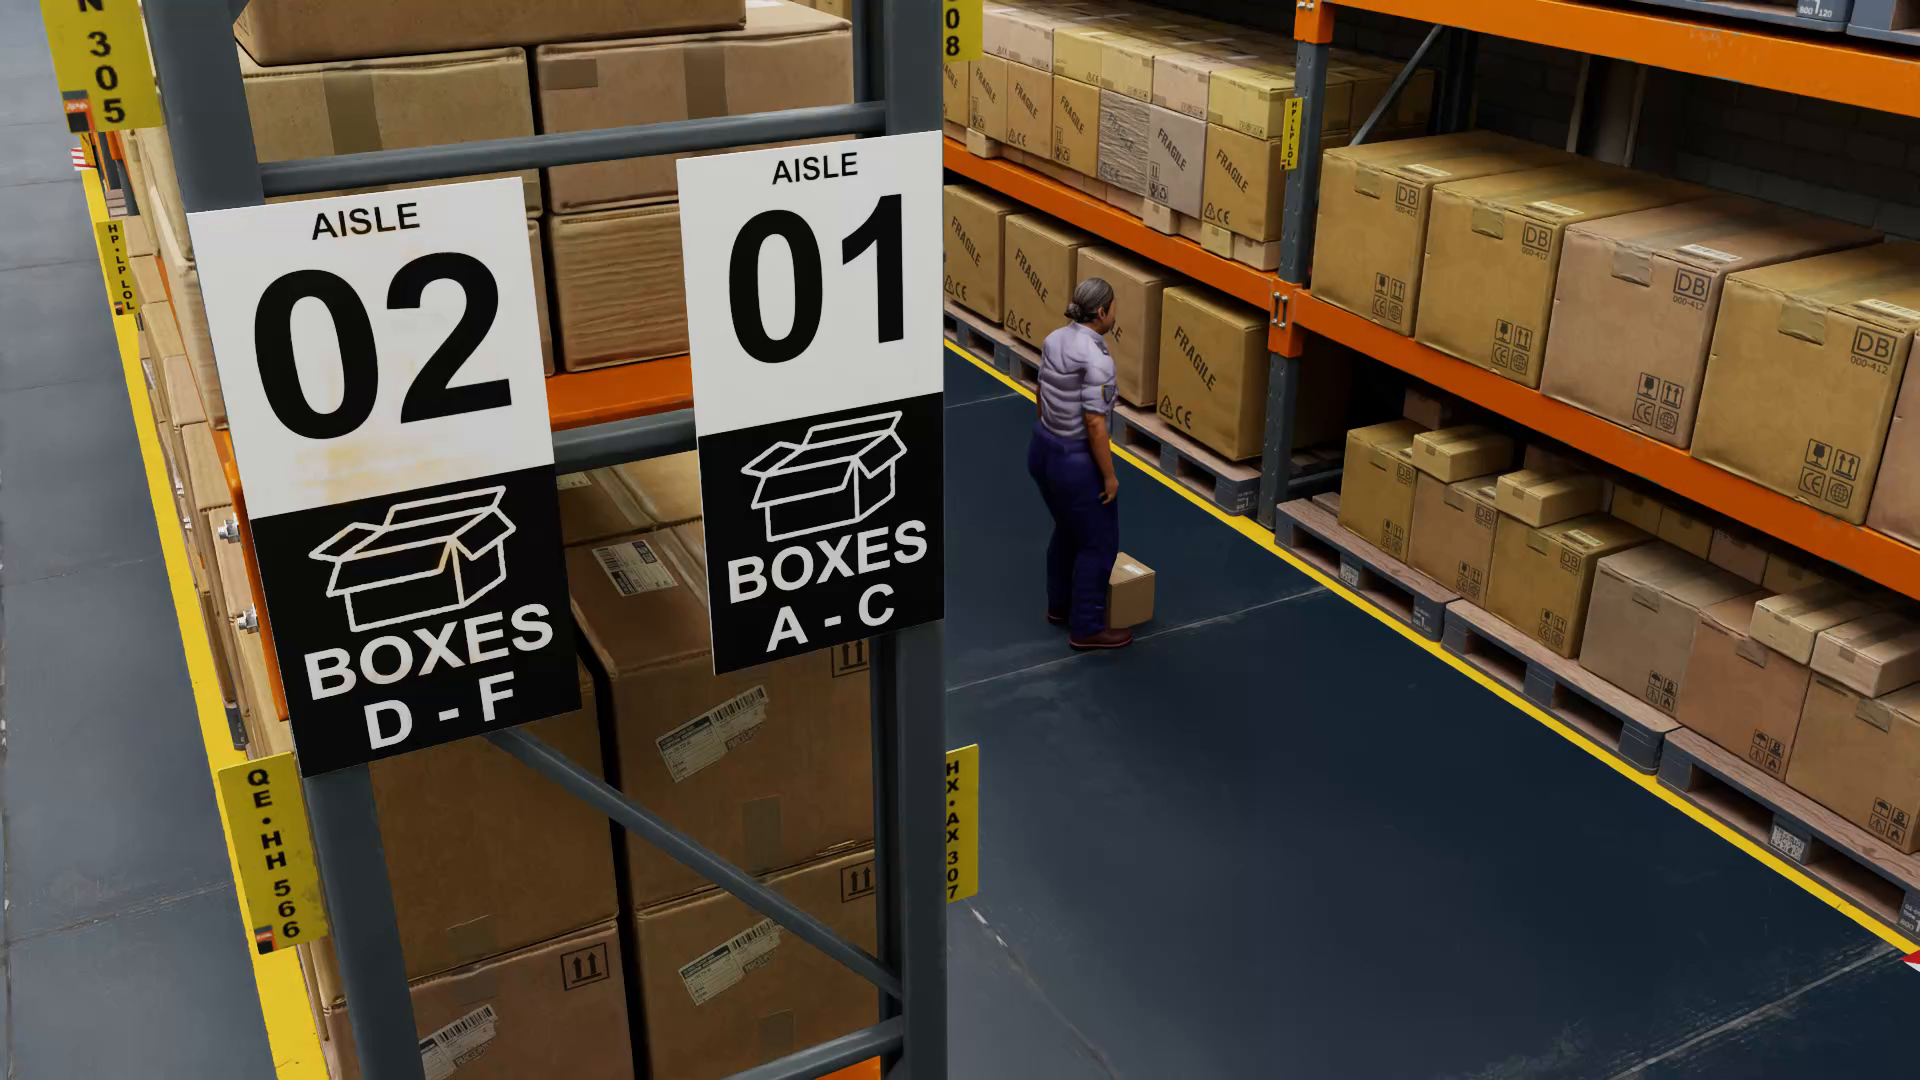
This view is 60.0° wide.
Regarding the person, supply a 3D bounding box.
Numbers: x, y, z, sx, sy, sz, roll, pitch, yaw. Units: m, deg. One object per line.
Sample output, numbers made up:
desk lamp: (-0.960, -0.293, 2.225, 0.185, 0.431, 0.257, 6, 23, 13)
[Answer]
person: (0.539, -0.342, 7.331, 0.419, 1.651, 0.537, -13, 29, -25)
